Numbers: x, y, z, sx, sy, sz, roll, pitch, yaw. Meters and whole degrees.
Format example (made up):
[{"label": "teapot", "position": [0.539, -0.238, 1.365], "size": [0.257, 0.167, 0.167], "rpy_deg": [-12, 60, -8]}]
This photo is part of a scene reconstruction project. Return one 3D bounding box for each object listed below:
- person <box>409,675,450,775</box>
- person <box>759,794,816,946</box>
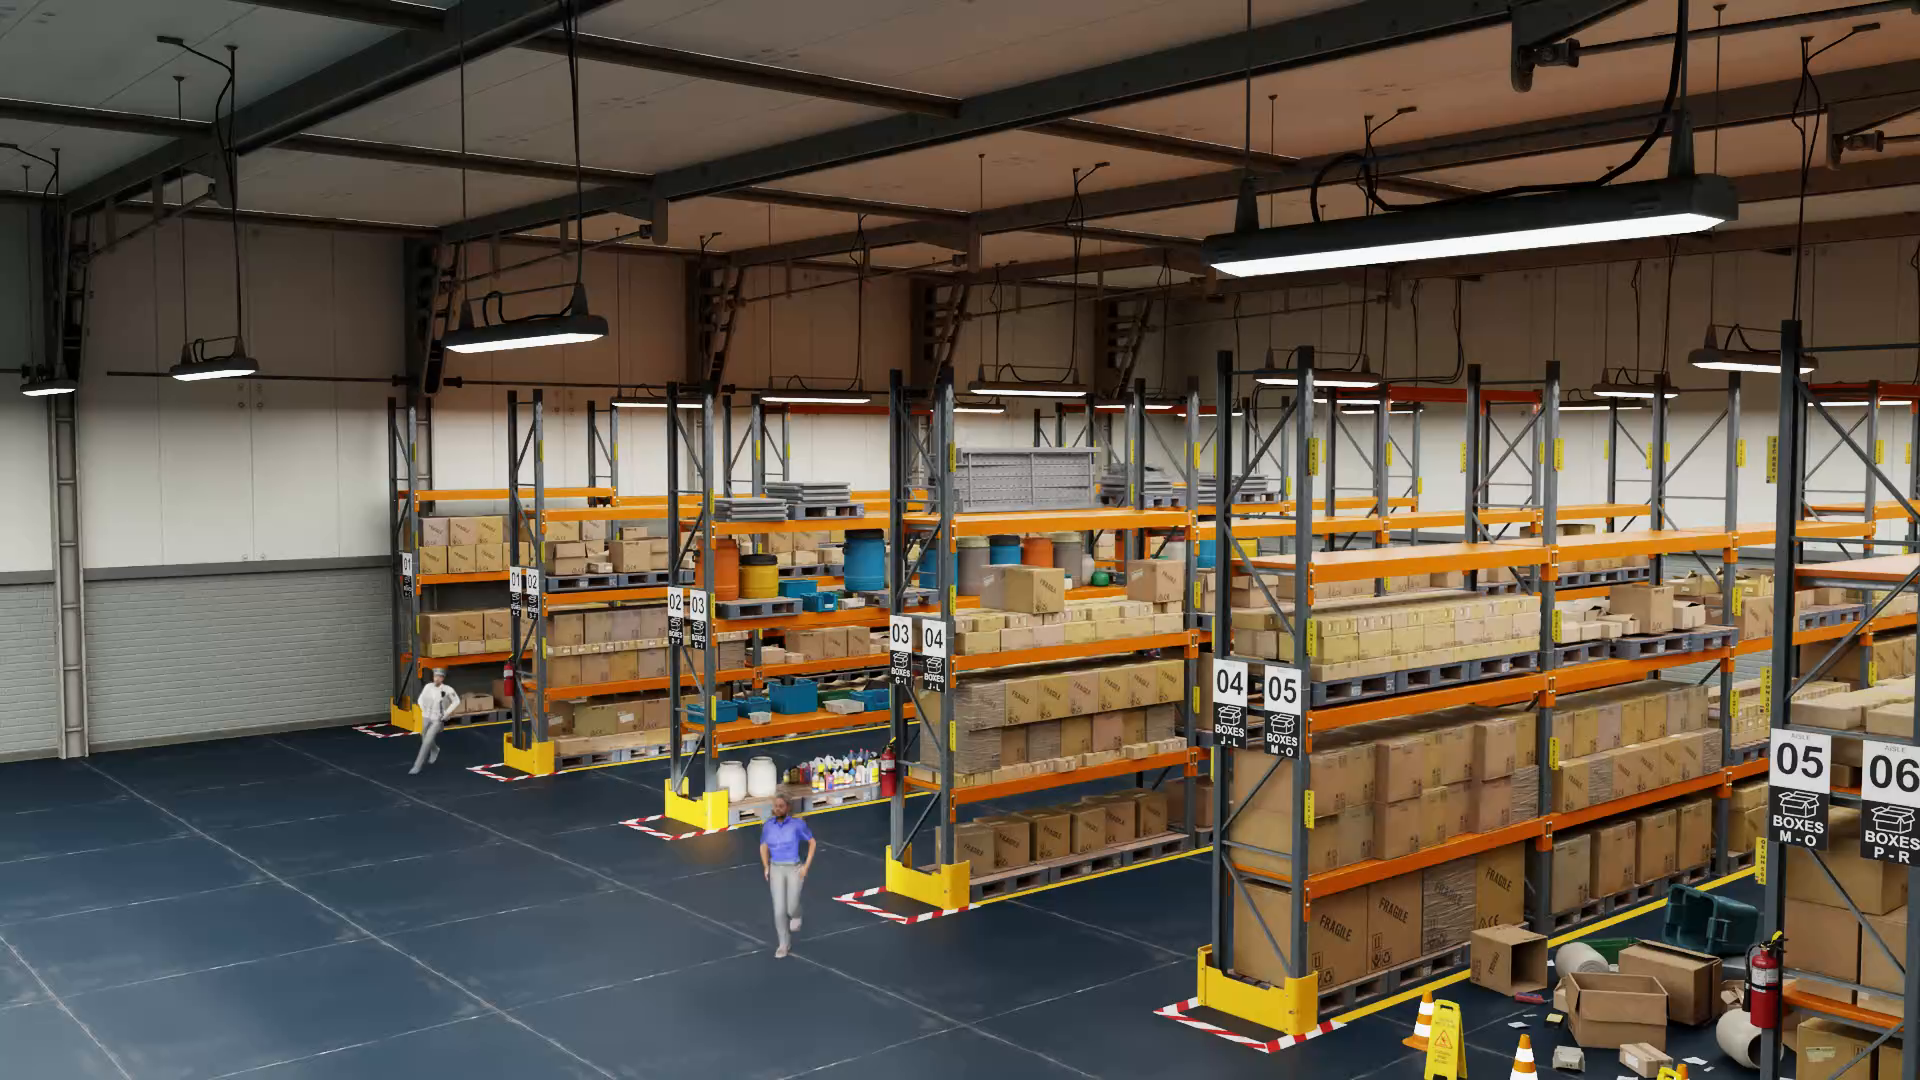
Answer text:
[{"label": "person", "position": [-8.277, 2.835, 26.216], "size": [0.546, 1.611, 0.882], "rpy_deg": [1, 3, 10]}, {"label": "person", "position": [-1.752, 3.335, 16.890], "size": [0.575, 1.546, 0.577], "rpy_deg": [1, 3, 9]}]
